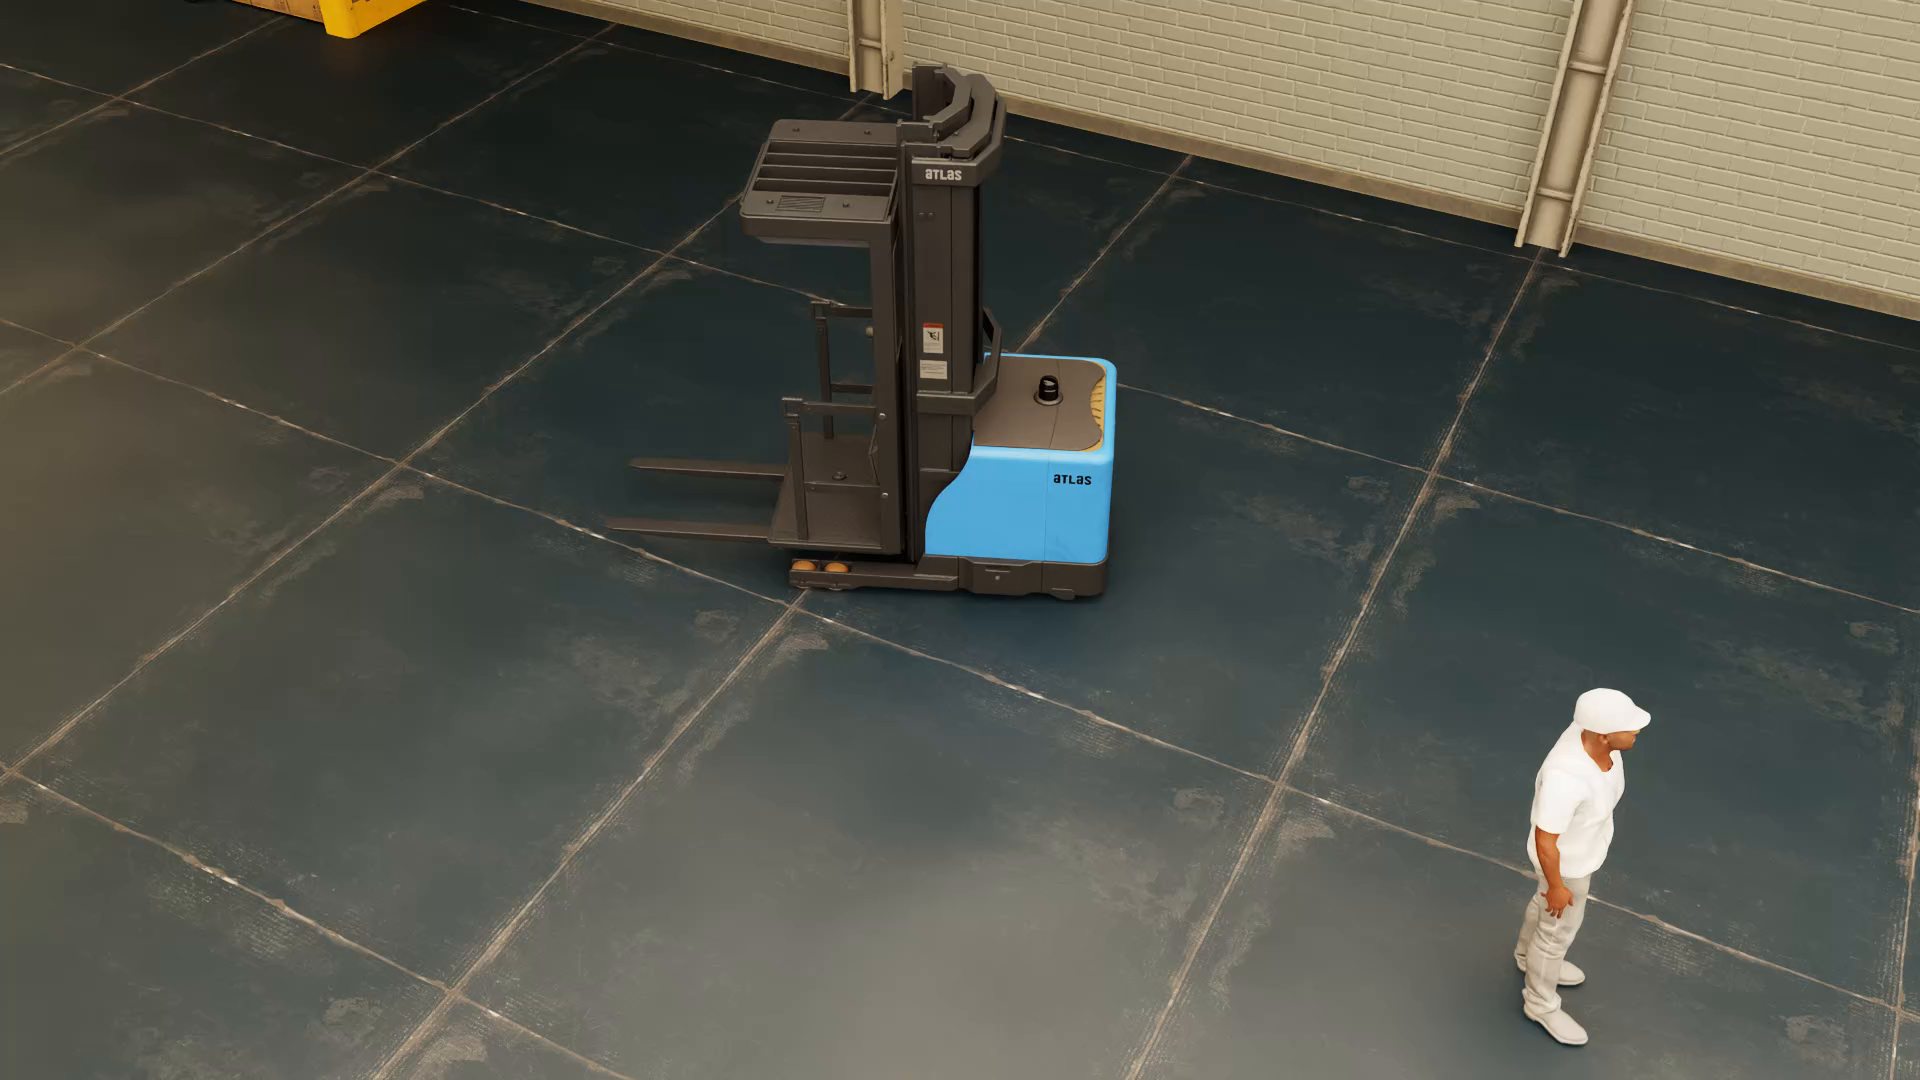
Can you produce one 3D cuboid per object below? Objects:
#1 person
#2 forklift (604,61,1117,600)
[{"bbox_3d":[2.736,1.373,7.255,0.576,1.759,0.665,23,45,25],"label":"person"},{"bbox_3d":[-0.606,-1.157,9.360,3.031,2.935,1.130,3,40,4],"label":"forklift"}]
